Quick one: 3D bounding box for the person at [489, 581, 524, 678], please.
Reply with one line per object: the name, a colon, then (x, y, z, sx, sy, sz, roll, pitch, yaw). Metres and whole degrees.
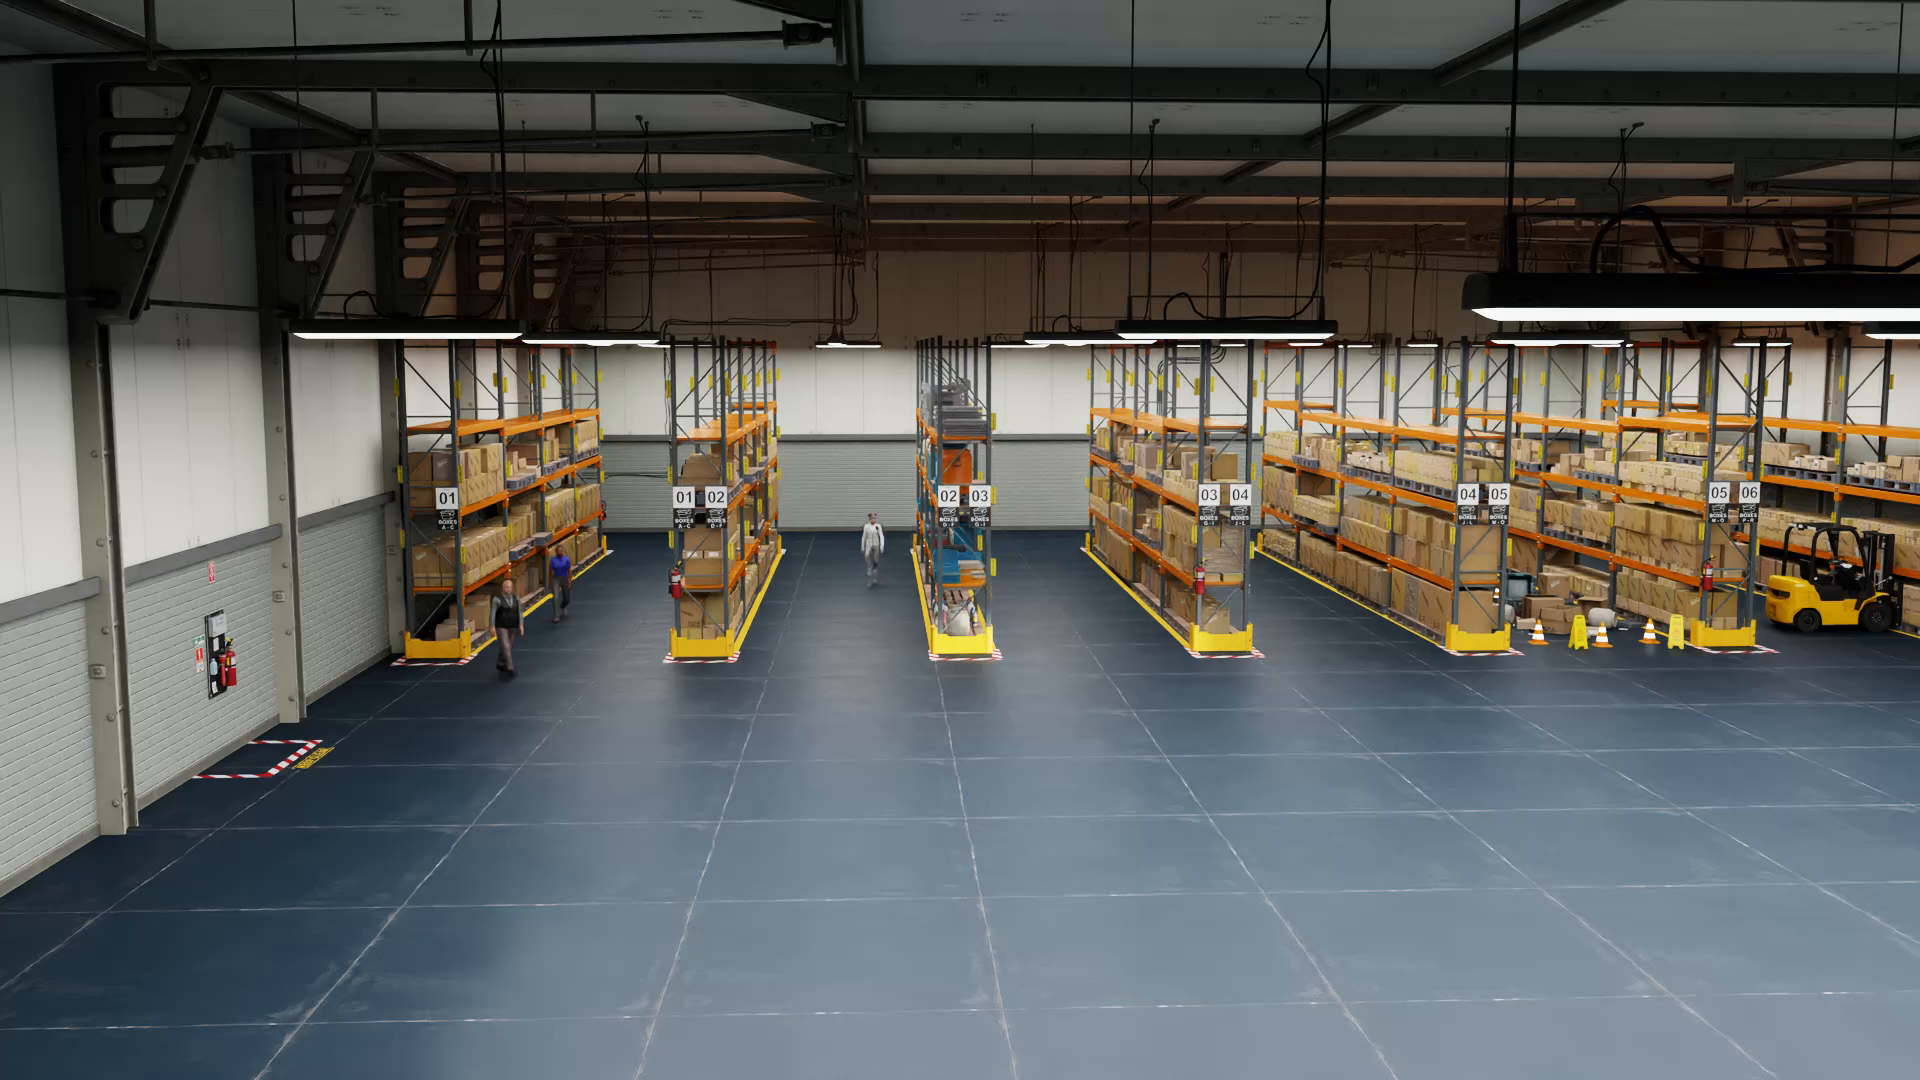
person: (-7.956, 1.542, 29.313, 1.018, 1.664, 0.558, 5, 8, 40)

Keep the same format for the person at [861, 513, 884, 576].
person: (-2.137, 0.090, 40.589, 0.561, 1.519, 1.025, 0, 6, -2)

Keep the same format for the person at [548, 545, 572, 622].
person: (-8.529, 0.899, 35.457, 0.479, 1.598, 0.928, -2, 7, -20)

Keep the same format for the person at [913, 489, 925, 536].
person: (-1.084, -0.688, 48.547, 0.548, 1.765, 0.532, -2, 7, -20)
